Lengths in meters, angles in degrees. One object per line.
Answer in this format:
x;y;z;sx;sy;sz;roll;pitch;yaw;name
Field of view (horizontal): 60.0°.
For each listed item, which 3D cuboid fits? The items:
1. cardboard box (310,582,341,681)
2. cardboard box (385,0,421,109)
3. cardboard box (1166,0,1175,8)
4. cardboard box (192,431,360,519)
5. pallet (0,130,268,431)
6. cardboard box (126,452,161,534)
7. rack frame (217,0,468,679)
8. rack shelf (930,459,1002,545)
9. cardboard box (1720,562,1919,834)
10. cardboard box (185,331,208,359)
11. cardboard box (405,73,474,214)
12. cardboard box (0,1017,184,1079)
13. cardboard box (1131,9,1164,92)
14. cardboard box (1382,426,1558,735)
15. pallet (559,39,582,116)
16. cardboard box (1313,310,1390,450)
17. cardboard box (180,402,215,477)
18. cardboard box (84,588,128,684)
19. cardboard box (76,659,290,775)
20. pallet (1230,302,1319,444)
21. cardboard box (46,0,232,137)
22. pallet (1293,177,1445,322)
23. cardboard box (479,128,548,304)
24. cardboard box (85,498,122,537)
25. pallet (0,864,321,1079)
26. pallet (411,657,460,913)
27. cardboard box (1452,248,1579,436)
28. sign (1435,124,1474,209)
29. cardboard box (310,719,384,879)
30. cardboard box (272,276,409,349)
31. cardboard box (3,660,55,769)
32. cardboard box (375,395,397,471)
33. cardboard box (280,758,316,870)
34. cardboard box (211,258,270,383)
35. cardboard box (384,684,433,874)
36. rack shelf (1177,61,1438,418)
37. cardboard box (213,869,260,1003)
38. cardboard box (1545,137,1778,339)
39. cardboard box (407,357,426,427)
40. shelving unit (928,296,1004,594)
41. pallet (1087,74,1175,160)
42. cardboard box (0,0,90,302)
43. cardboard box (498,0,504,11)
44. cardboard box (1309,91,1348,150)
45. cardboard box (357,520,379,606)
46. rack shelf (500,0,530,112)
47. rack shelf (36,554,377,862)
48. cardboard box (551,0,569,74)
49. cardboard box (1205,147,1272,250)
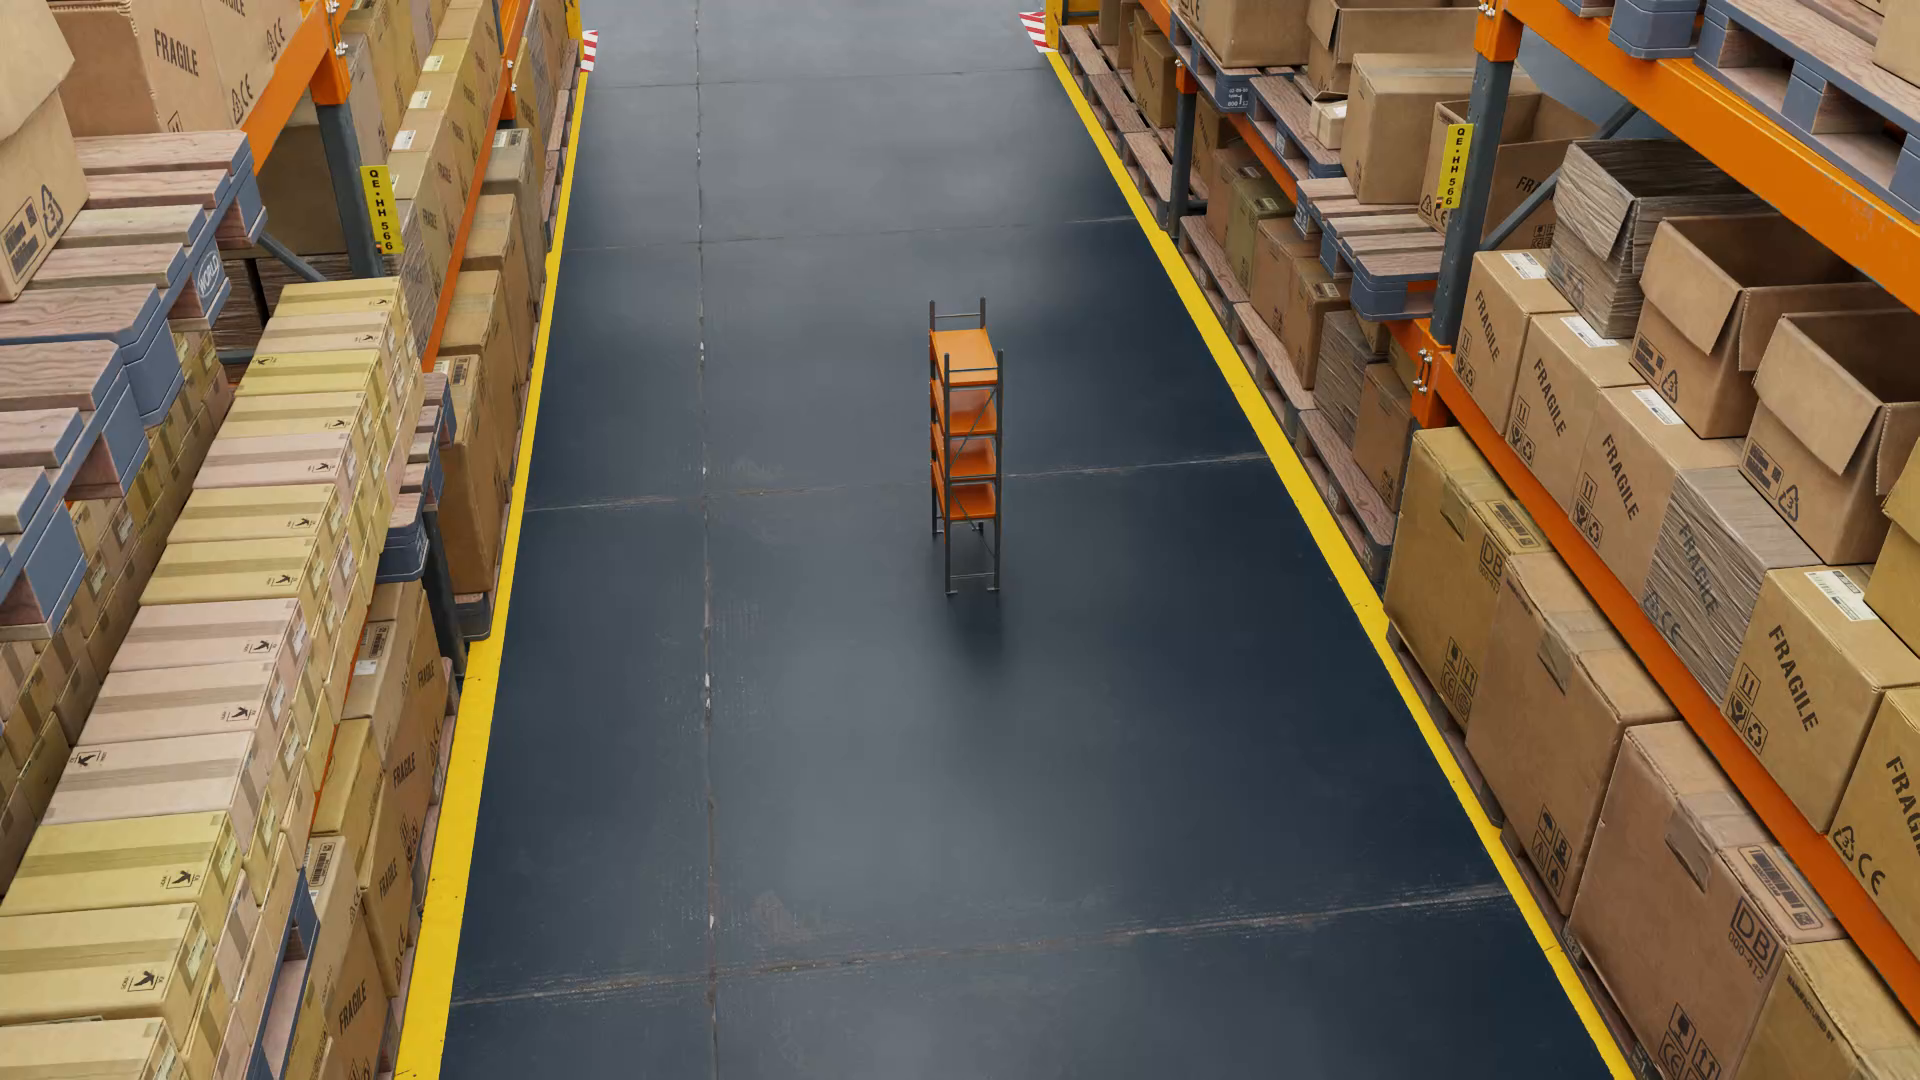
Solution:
-1.832;0.250;4.305;0.380;0.149;0.250;-5;35;-7;cardboard box
-2.821;-2.221;7.369;0.700;0.500;0.500;-5;35;-7;cardboard box
1.485;-3.347;10.221;0.380;0.149;0.250;-4;35;-6;cardboard box
-1.908;-0.168;4.655;0.380;0.149;0.250;-4;35;-6;cardboard box
-2.143;-0.523;3.357;1.213;0.211;1.003;-4;35;-6;pallet
-2.583;-0.129;4.862;0.380;0.149;0.250;-4;35;-6;cardboard box
-2.561;-0.662;6.058;1.000;3.000;0.127;-4;35;-6;rack frame
0.022;-0.184;7.426;0.258;0.148;0.480;-4;35;-6;rack shelf
2.435;0.402;4.408;0.500;0.500;0.500;-5;35;-7;cardboard box
-2.690;-0.702;5.439;0.380;0.149;0.250;-4;35;-6;cardboard box
-2.557;-1.817;7.664;0.500;0.500;0.500;-5;35;-7;cardboard box
-1.620;1.000;2.941;0.380;0.149;0.250;-3;34;-4;cardboard box
1.539;-3.554;12.149;0.500;0.500;0.500;-1;34;-2;cardboard box
2.440;0.110;6.439;1.225;0.875;0.875;-6;35;-9;cardboard box
-3.452;-3.533;12.748;1.003;0.211;1.213;-4;35;-6;pallet
2.171;-0.811;8.105;0.700;0.500;0.500;-7;35;-10;cardboard box
-2.665;-0.317;5.401;0.380;0.149;0.250;-3;34;-4;cardboard box
-2.520;0.273;4.536;0.380;0.149;0.250;-4;34;-6;cardboard box
-1.762;0.419;3.793;0.380;0.149;0.250;-5;35;-7;cardboard box
2.103;-0.944;8.948;1.003;0.211;1.213;-4;35;-6;pallet
-2.089;-1.086;3.927;0.500;0.500;0.500;-4;35;-6;cardboard box
2.166;-1.291;7.152;1.213;0.211;1.003;-4;35;-6;pallet
-2.926;-1.798;9.350;1.050;0.750;0.750;-5;35;-7;cardboard box
-2.550;-0.119;4.583;0.380;0.149;0.250;-3;34;-4;cardboard box
-1.981;1.212;3.478;1.003;0.211;1.213;-4;35;-6;pallet
-2.457;0.927;6.203;1.003;0.211;1.213;-4;35;-6;pallet
2.164;-0.731;6.070;0.500;0.500;0.500;-3;34;-5;cardboard box
1.831;-1.380;6.154;0.100;0.325;0.005;-4;35;-6;sign
-2.077;0.815;5.071;0.500;0.250;0.500;-4;34;-5;cardboard box
-2.040;-0.739;5.492;0.380;0.149;0.250;-6;35;-8;cardboard box
-2.453;0.435;4.034;0.380;0.149;0.250;-4;35;-6;cardboard box
-1.967;-0.318;5.139;0.380;0.149;0.250;-4;34;-5;cardboard box
-1.760;0.670;3.954;0.380;0.149;0.250;-6;35;-8;cardboard box
-2.887;-0.934;6.368;0.500;0.500;0.500;-4;35;-6;cardboard box
-2.147;0.835;5.708;0.500;0.500;0.500;-3;34;-4;cardboard box
2.099;-1.800;8.366;1.077;0.370;4.000;-4;35;-6;rack shelf
-1.692;0.835;3.448;0.380;0.149;0.250;-4;34;-5;cardboard box
2.450;-1.028;5.615;0.797;0.503;0.637;-3;34;-5;cardboard box
-2.039;-0.491;5.657;0.380;0.149;0.250;-4;34;-6;cardboard box
0.022;-0.403;7.277;0.258;1.200;0.503;-4;35;-6;shelving unit
1.537;-3.115;12.134;1.003;0.211;1.213;-4;35;-6;pallet
-2.100;-0.757;3.070;0.797;0.503;0.637;-5;35;-7;cardboard box
-3.257;-3.466;10.039;0.875;0.550;0.550;-4;35;-6;cardboard box
1.876;-2.009;7.781;0.396;0.266;0.258;-5;35;-8;cardboard box
-1.905;0.081;4.818;0.380;0.149;0.250;-6;35;-8;cardboard box
-3.368;-3.713;11.173;1.077;0.370;4.000;-4;35;-6;rack shelf
-2.292;0.752;4.622;1.077;0.370;4.000;-4;35;-6;rack shelf
-3.480;-4.048;12.540;0.875;0.875;0.875;-4;34;-6;cardboard box
1.891;-2.018;9.876;0.700;0.500;0.500;-7;35;-10;cardboard box
